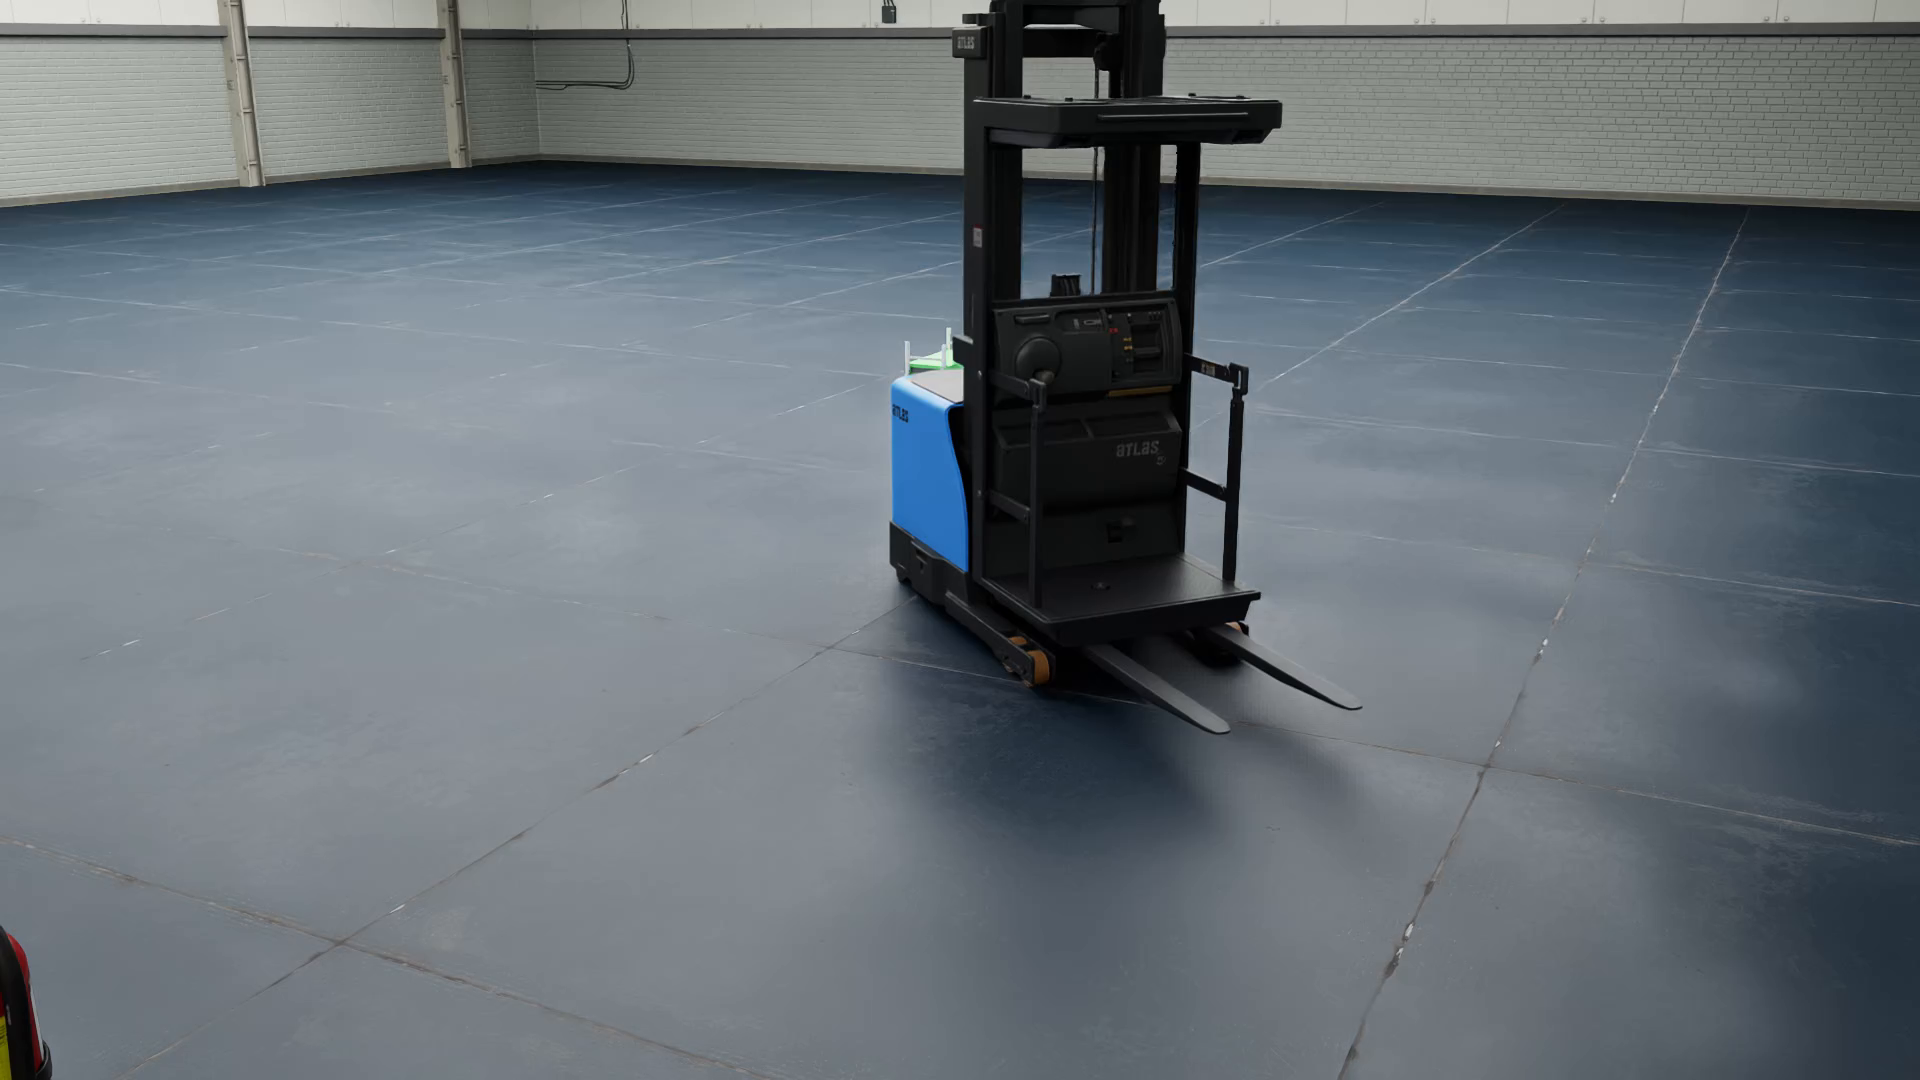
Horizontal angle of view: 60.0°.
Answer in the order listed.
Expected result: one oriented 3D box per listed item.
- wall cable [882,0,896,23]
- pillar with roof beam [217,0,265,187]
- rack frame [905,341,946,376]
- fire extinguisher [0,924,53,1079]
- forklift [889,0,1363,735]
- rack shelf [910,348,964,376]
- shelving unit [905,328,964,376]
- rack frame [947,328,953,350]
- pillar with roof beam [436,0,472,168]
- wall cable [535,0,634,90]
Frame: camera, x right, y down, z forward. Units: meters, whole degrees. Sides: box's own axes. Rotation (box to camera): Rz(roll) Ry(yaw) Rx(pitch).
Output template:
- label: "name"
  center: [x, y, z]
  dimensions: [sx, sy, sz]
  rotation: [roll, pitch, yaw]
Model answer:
- label: "wall cable"
  center: [-0.658, -14.013, 34.924]
  dimensions: [2.305, 6.003, 0.169]
  rotation: [8, 18, 25]
- label: "pillar with roof beam"
  center: [-10.473, -10.936, 30.539]
  dimensions: [9.100, 9.000, 0.400]
  rotation: [8, 18, 25]
- label: "rack frame"
  center: [-0.183, -0.471, 9.002]
  dimensions: [0.240, 1.200, 0.015]
  rotation: [8, 18, 25]
- label: "fire extinguisher"
  center: [-1.294, 0.661, 2.165]
  dimensions: [0.296, 0.674, 0.183]
  rotation: [8, 18, 25]
- label: "forklift"
  center: [0.677, -0.893, 7.381]
  dimensions: [1.130, 2.935, 3.031]
  rotation: [-7, 18, -22]
- label: "rack shelf"
  center: [-0.074, -0.932, 9.093]
  dimensions: [0.258, 0.148, 0.480]
  rotation: [8, 18, 25]
- label: "shelving unit"
  center: [-0.074, -0.533, 9.212]
  dimensions: [0.258, 1.200, 0.503]
  rotation: [8, 18, 25]
- label: "rack frame"
  center: [0.035, -0.595, 9.421]
  dimensions: [0.240, 1.200, 0.015]
  rotation: [8, 18, 25]
- label: "pillar with roof beam"
  center: [-7.791, -12.464, 35.685]
  dimensions: [9.100, 9.000, 0.400]
  rotation: [8, 18, 25]
- label: "wall cable"
  center: [-9.143, -12.106, 39.931]
  dimensions: [3.097, 2.526, 0.112]
  rotation: [8, 18, 25]
